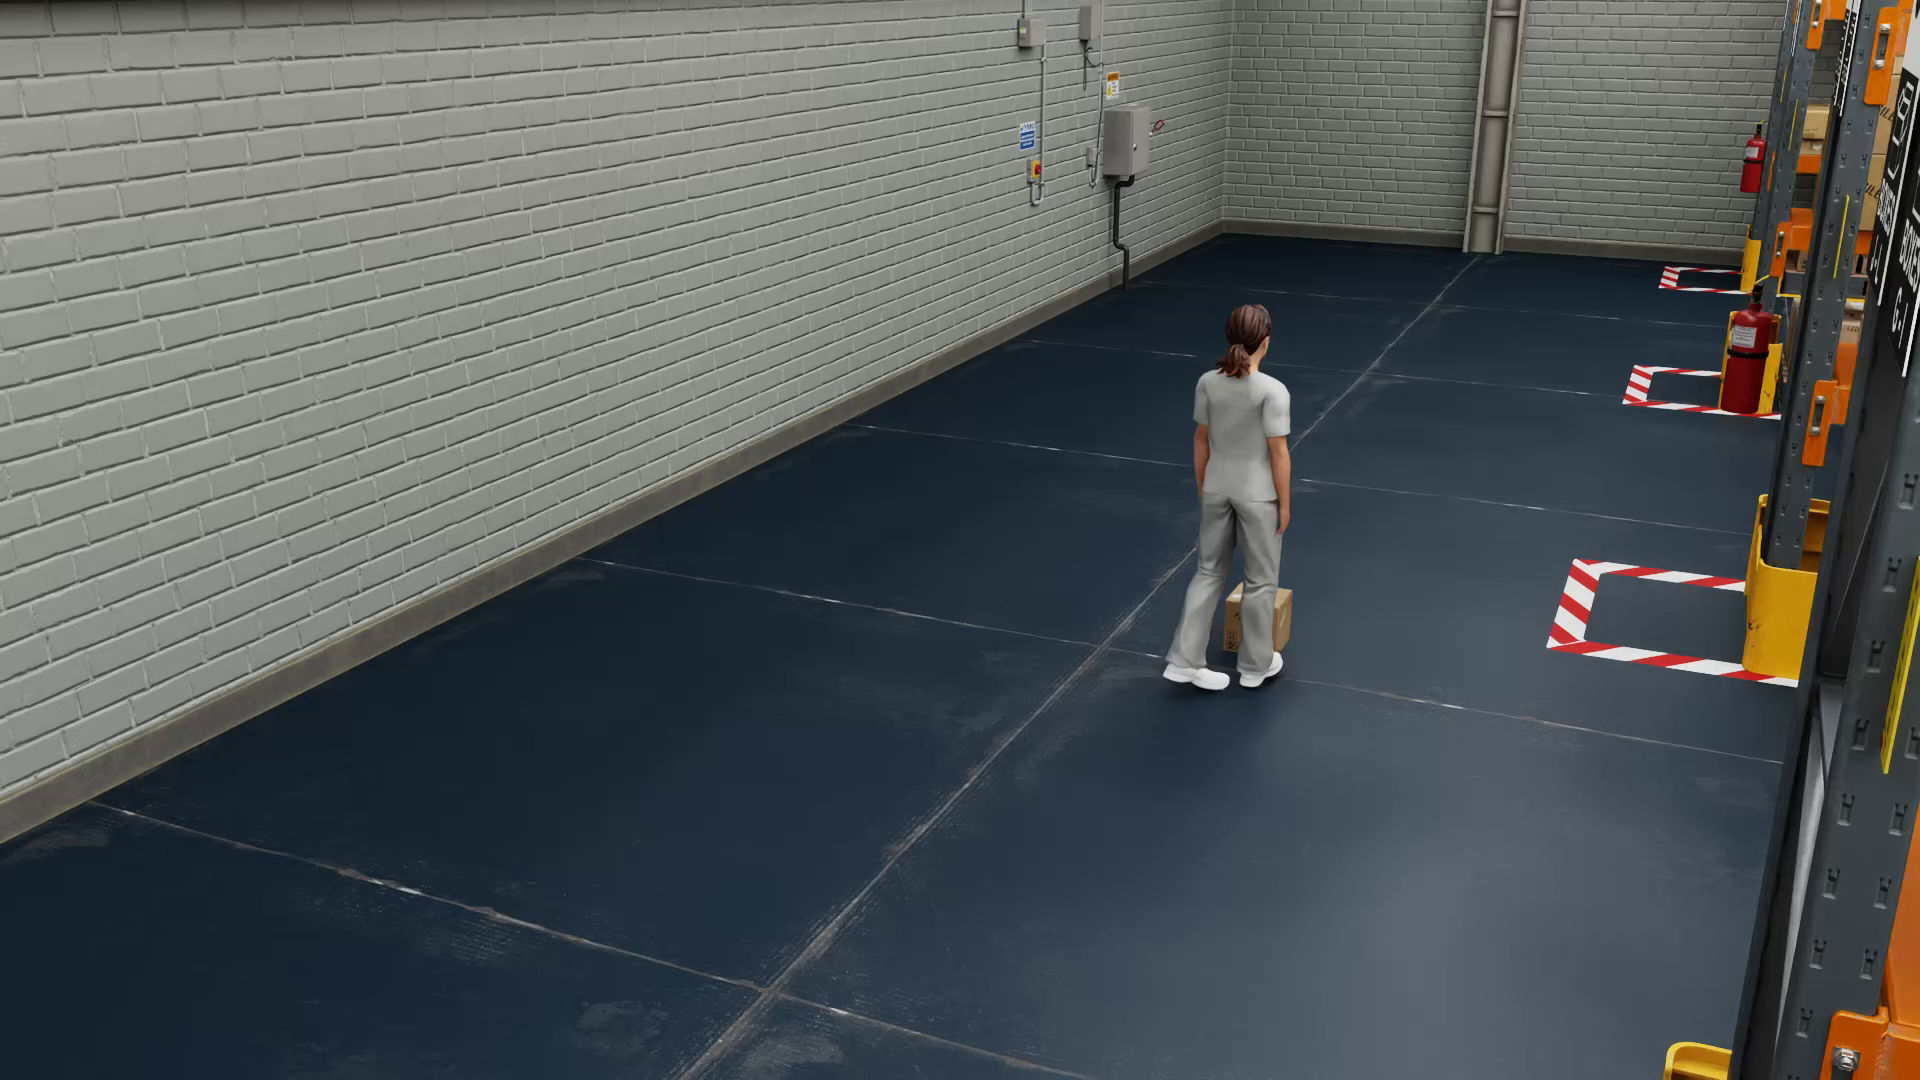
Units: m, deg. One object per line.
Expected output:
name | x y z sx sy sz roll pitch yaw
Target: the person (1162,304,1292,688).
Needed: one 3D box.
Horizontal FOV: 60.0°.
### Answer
person | 1.186 -0.169 7.025 0.454 1.673 0.523 13 23 33
